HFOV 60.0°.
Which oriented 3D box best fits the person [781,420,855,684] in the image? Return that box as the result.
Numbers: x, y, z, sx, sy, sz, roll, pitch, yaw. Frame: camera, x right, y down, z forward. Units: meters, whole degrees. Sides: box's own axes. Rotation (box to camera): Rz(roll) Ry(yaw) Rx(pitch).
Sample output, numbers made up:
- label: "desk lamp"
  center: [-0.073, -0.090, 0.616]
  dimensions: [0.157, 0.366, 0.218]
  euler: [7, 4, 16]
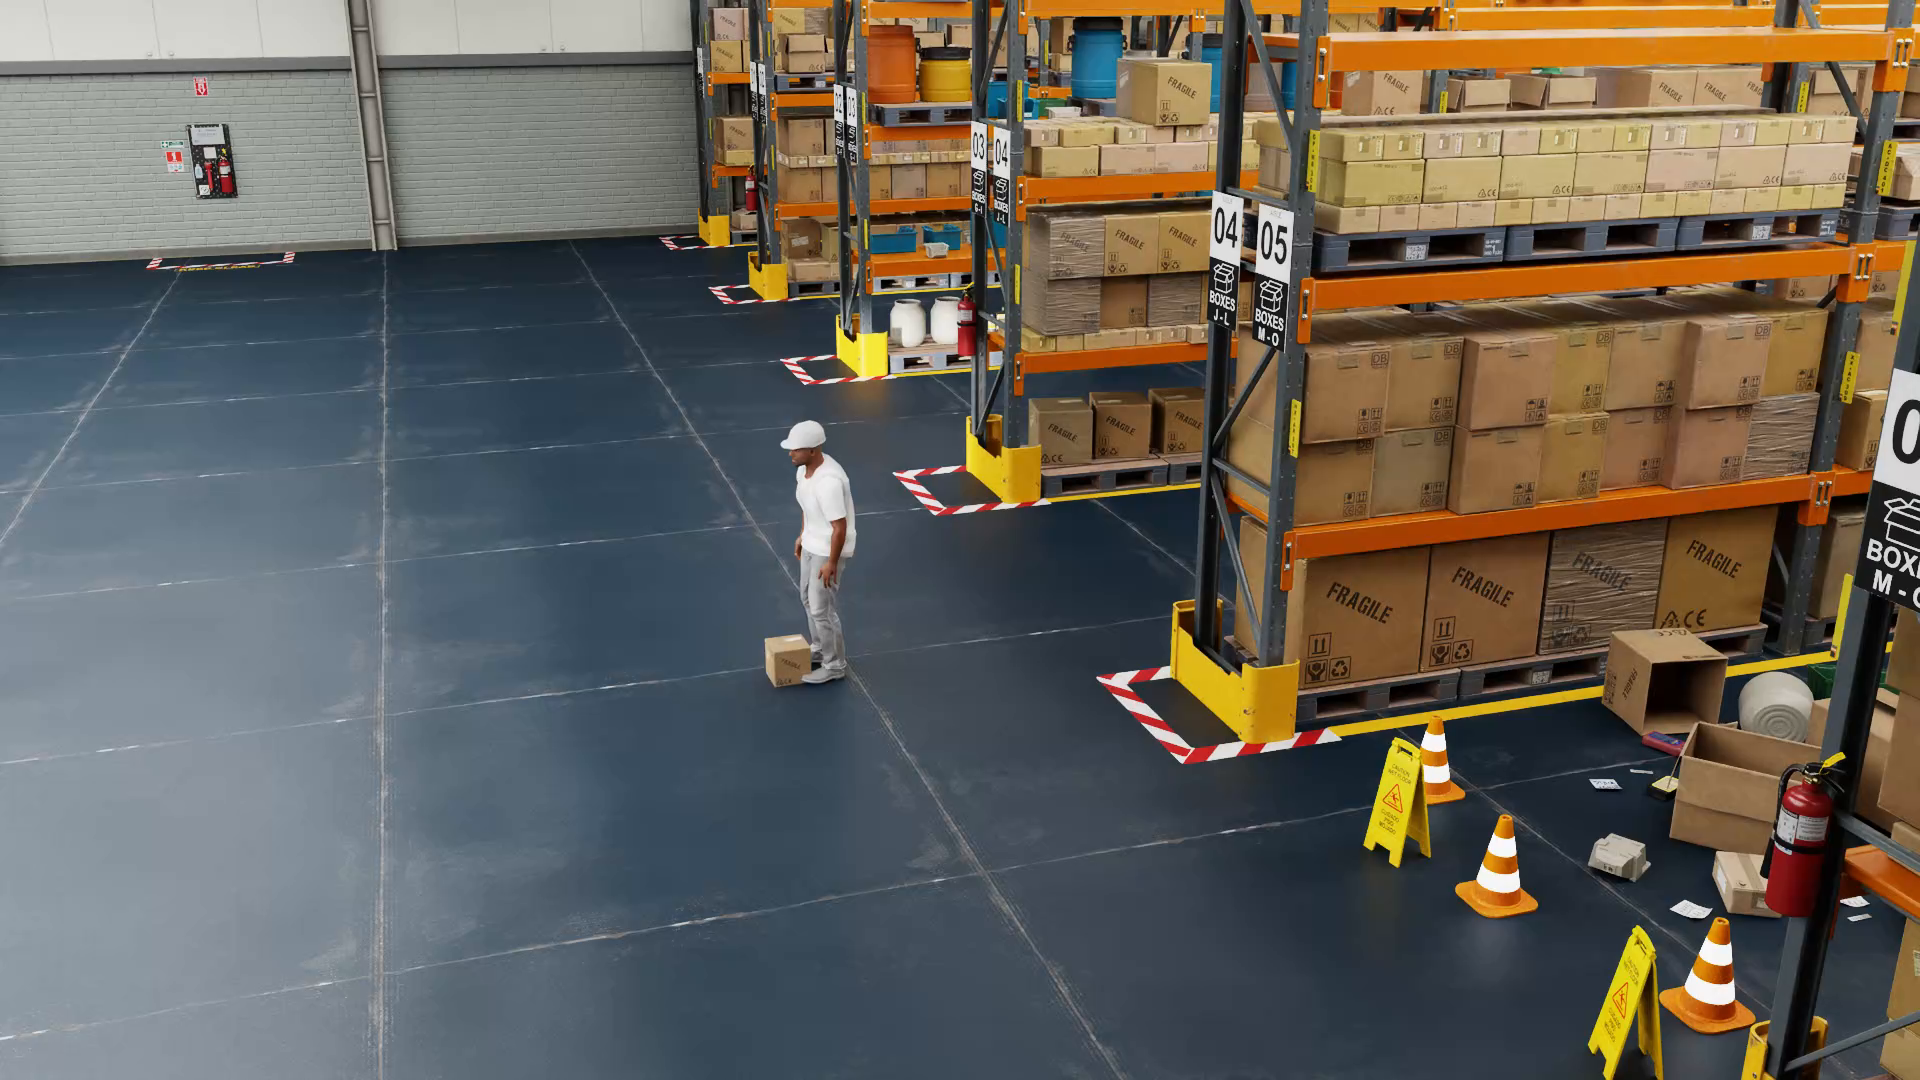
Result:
- label: "person"
  center: [-0.927, 0.064, 10.854]
  dimensions: [0.454, 1.761, 0.636]
  euler: [-7, 20, -20]
